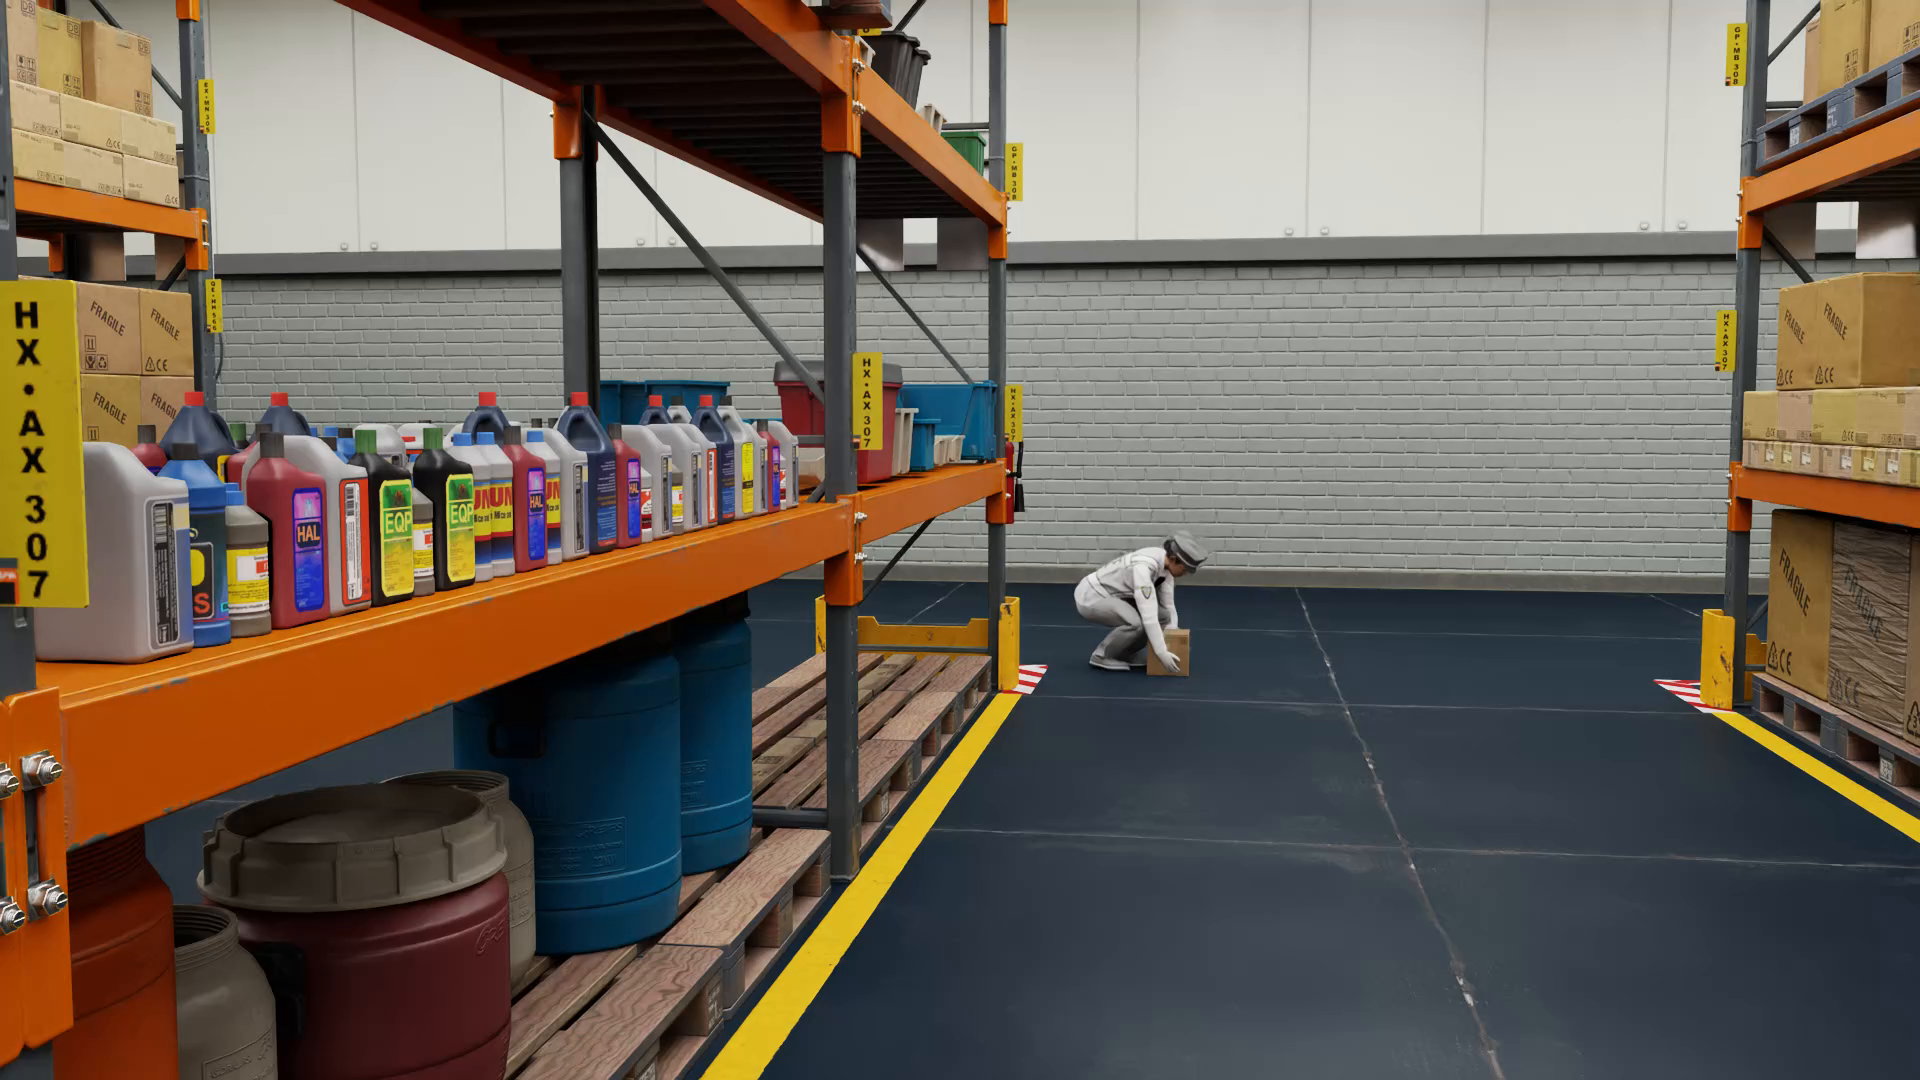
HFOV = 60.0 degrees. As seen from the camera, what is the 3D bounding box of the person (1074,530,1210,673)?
[{"bbox_3d":[1.120,0.371,10.272,0.851,0.876,0.482,4,6,39],"label":"person"}]
